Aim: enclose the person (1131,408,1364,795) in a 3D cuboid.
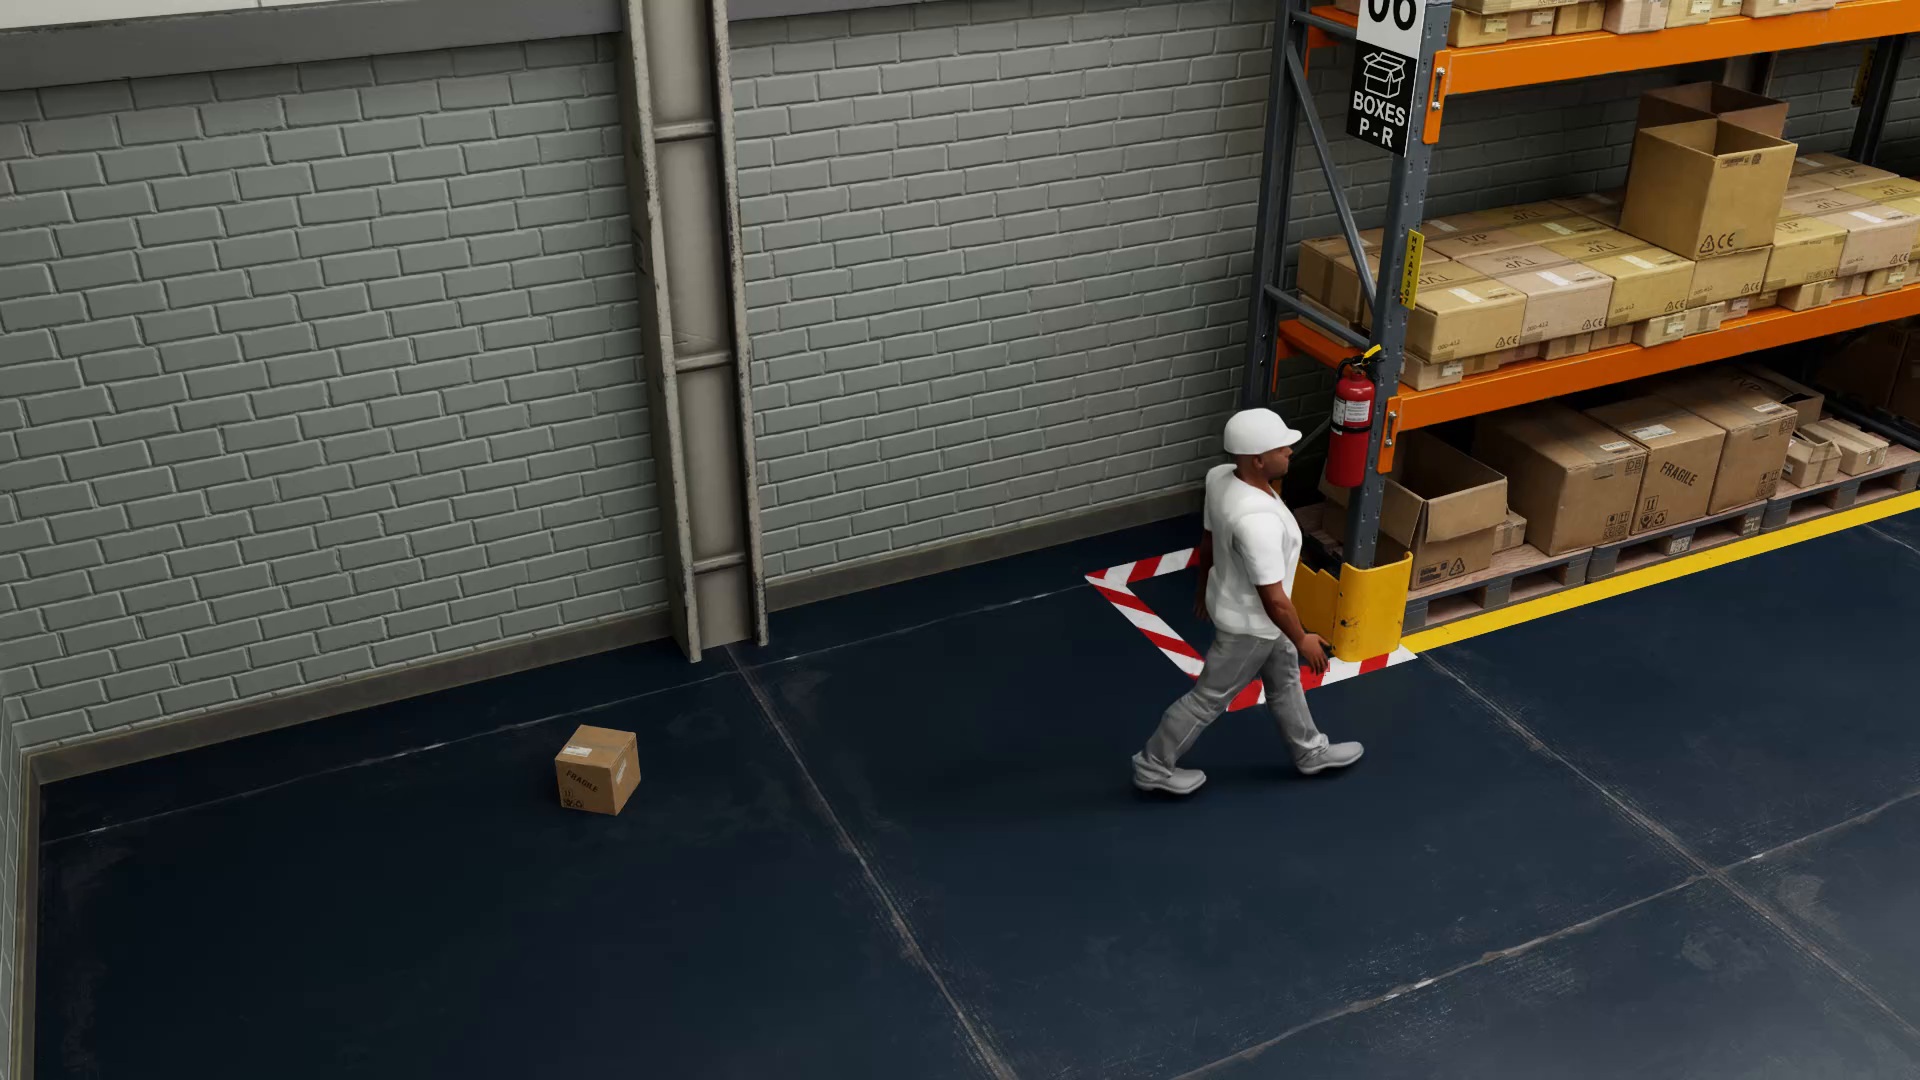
[{"bbox_3d":[1.224,0.277,6.600,1.021,1.716,0.606,-1,29,-1],"label":"person"}]
